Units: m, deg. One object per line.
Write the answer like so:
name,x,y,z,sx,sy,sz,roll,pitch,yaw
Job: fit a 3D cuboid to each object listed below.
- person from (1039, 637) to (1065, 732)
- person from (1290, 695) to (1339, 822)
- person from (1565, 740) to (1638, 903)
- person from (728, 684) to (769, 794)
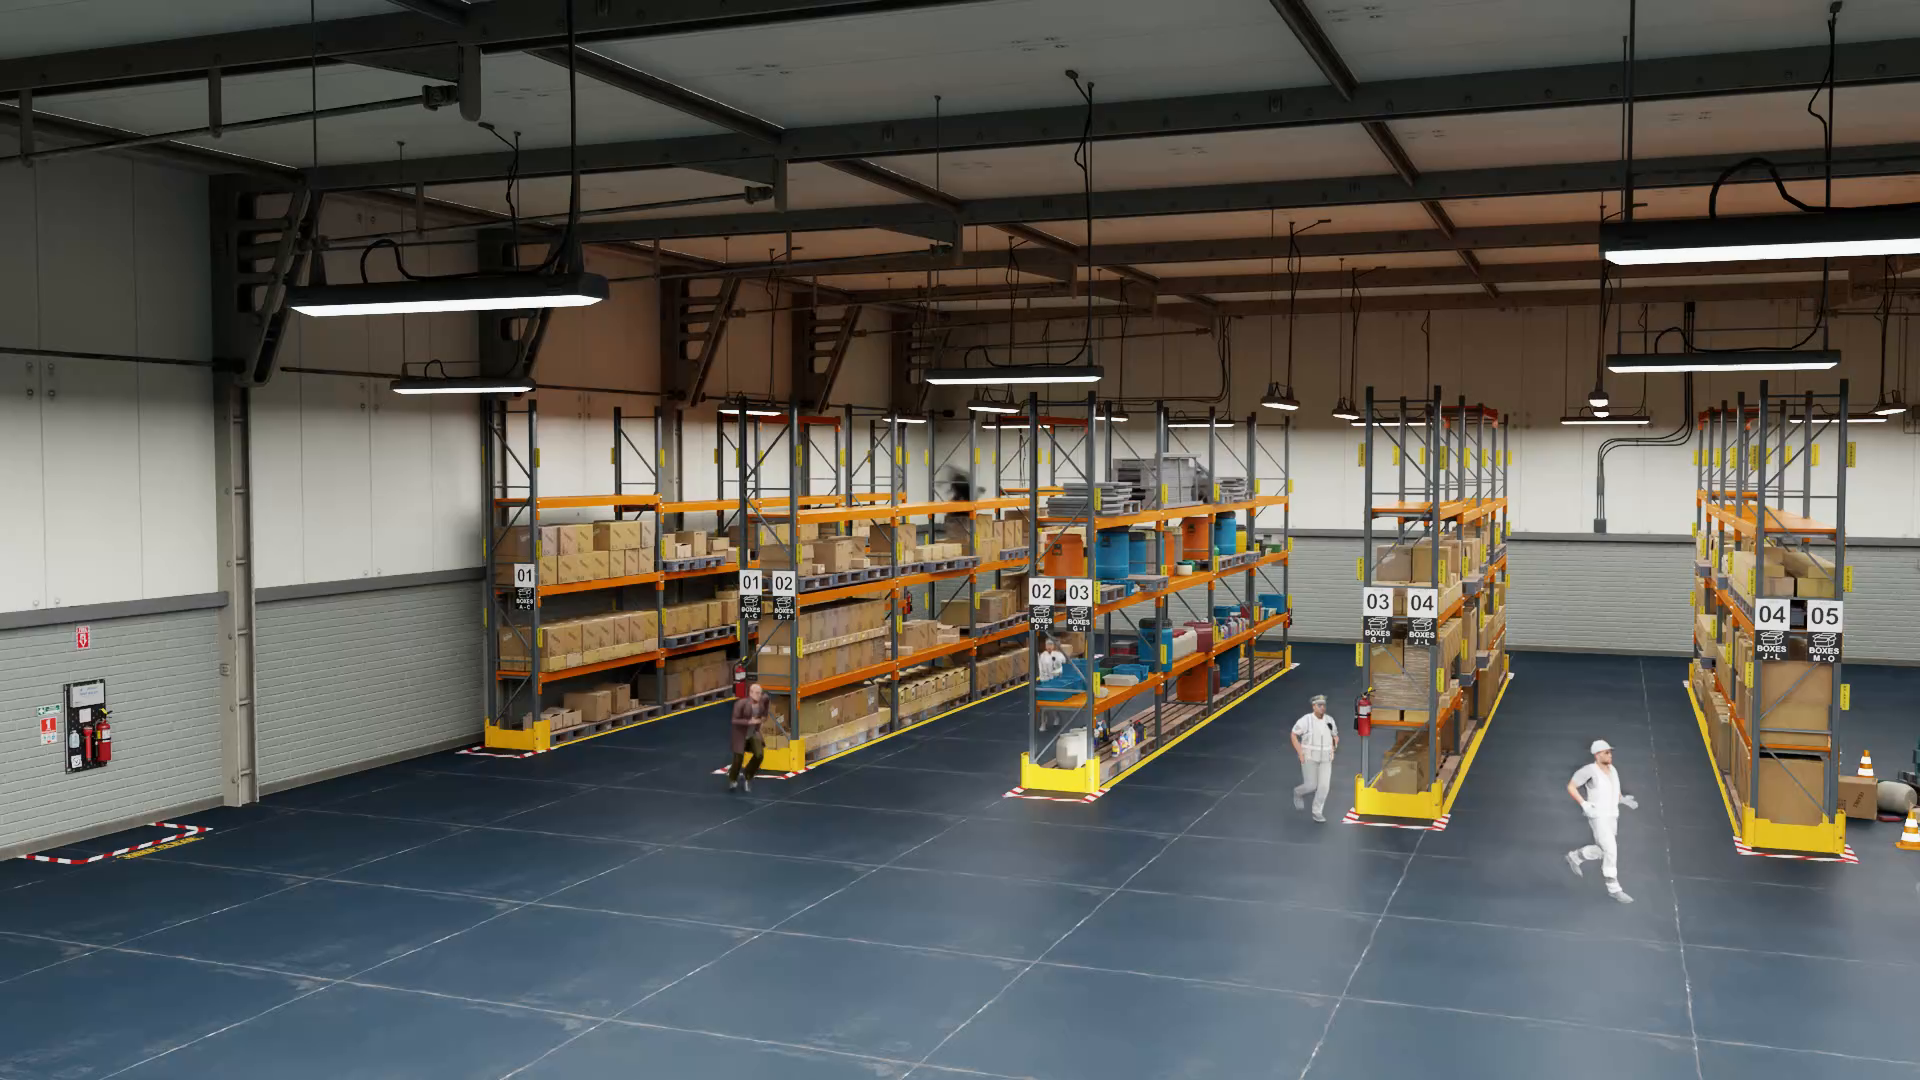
person,1.699,2.643,30.671,0.605,1.729,0.813,1,3,19
person,4.935,2.995,23.051,0.687,1.730,0.686,-1,3,-12
person,7.309,3.179,19.038,0.656,1.786,0.930,-2,3,-33
person,-3.141,2.951,24.822,0.739,1.676,1.024,-2,3,-34
